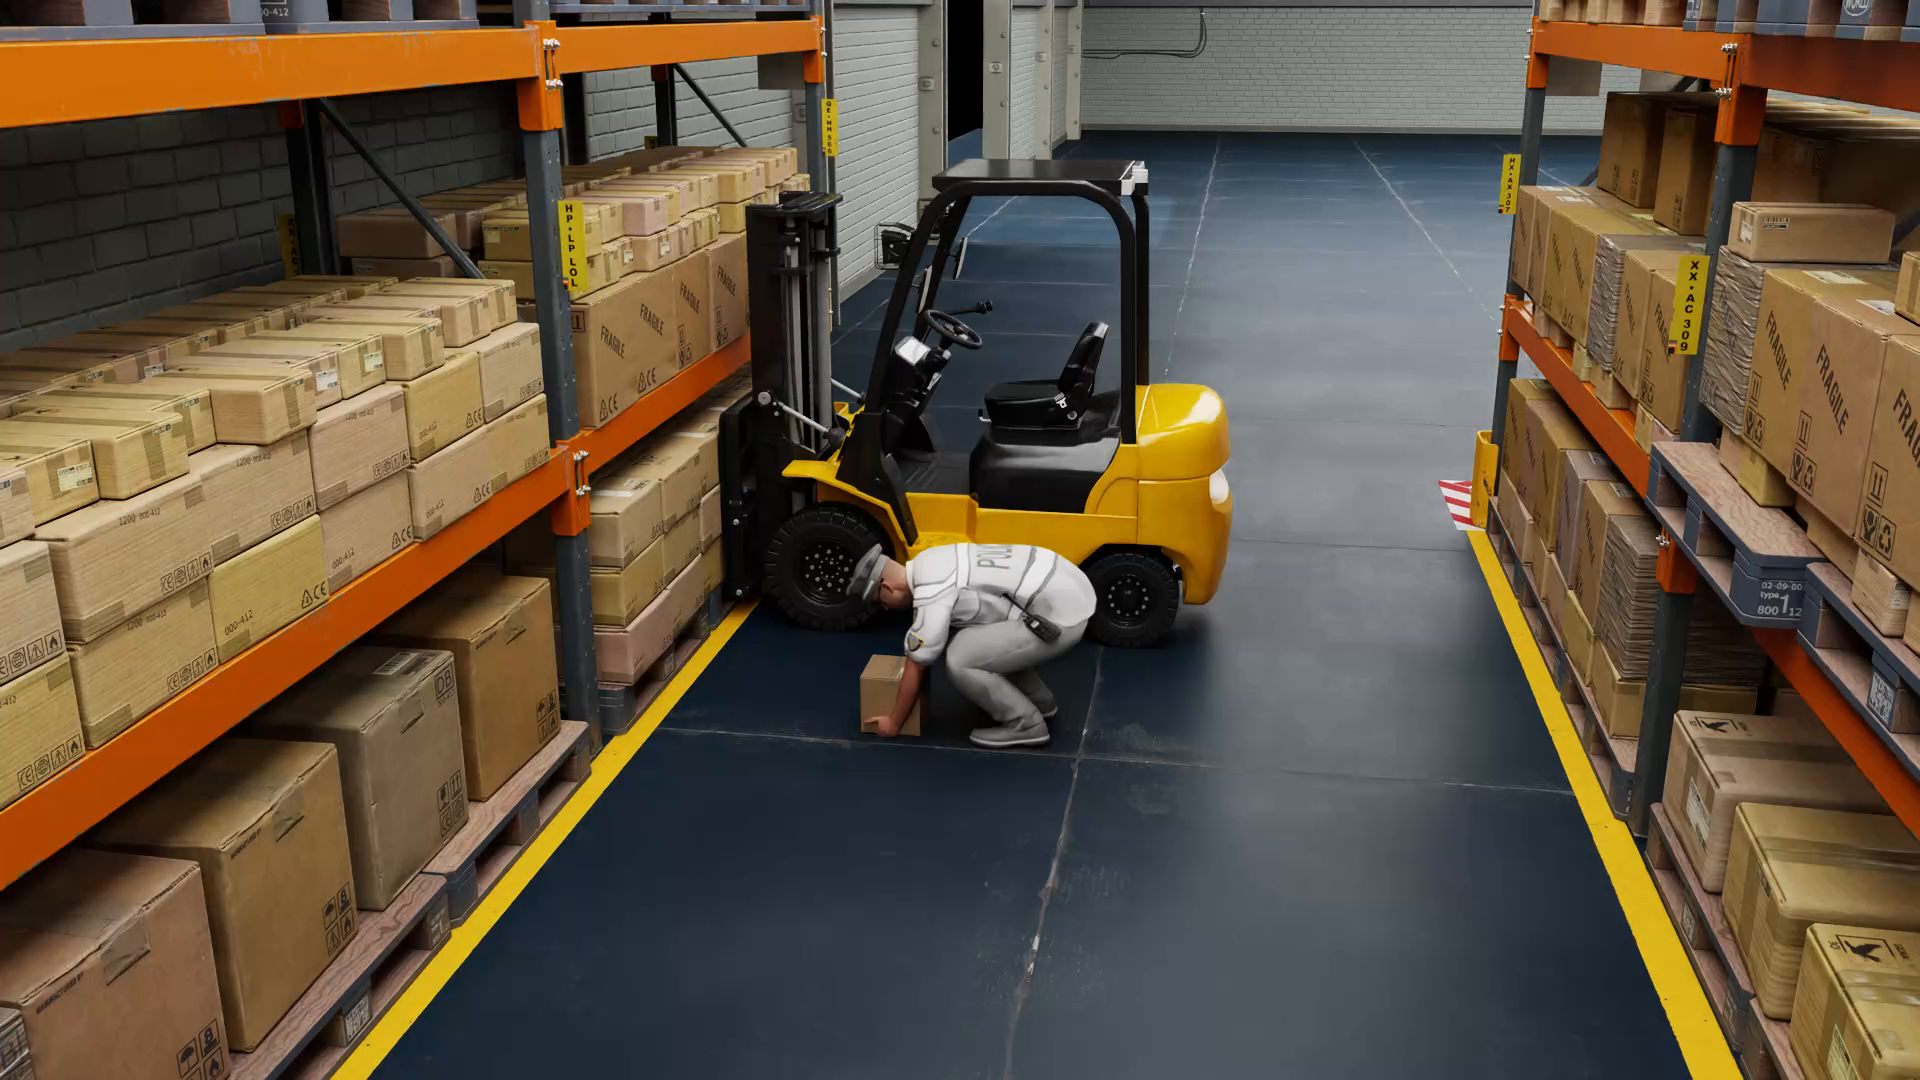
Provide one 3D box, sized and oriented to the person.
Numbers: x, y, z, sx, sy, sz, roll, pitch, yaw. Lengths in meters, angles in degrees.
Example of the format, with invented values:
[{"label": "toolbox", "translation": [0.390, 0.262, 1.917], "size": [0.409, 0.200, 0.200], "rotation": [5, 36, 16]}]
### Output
[{"label": "person", "translation": [0.043, 0.415, 6.852], "size": [1.026, 0.813, 0.531], "rotation": [2, 18, 7]}]
